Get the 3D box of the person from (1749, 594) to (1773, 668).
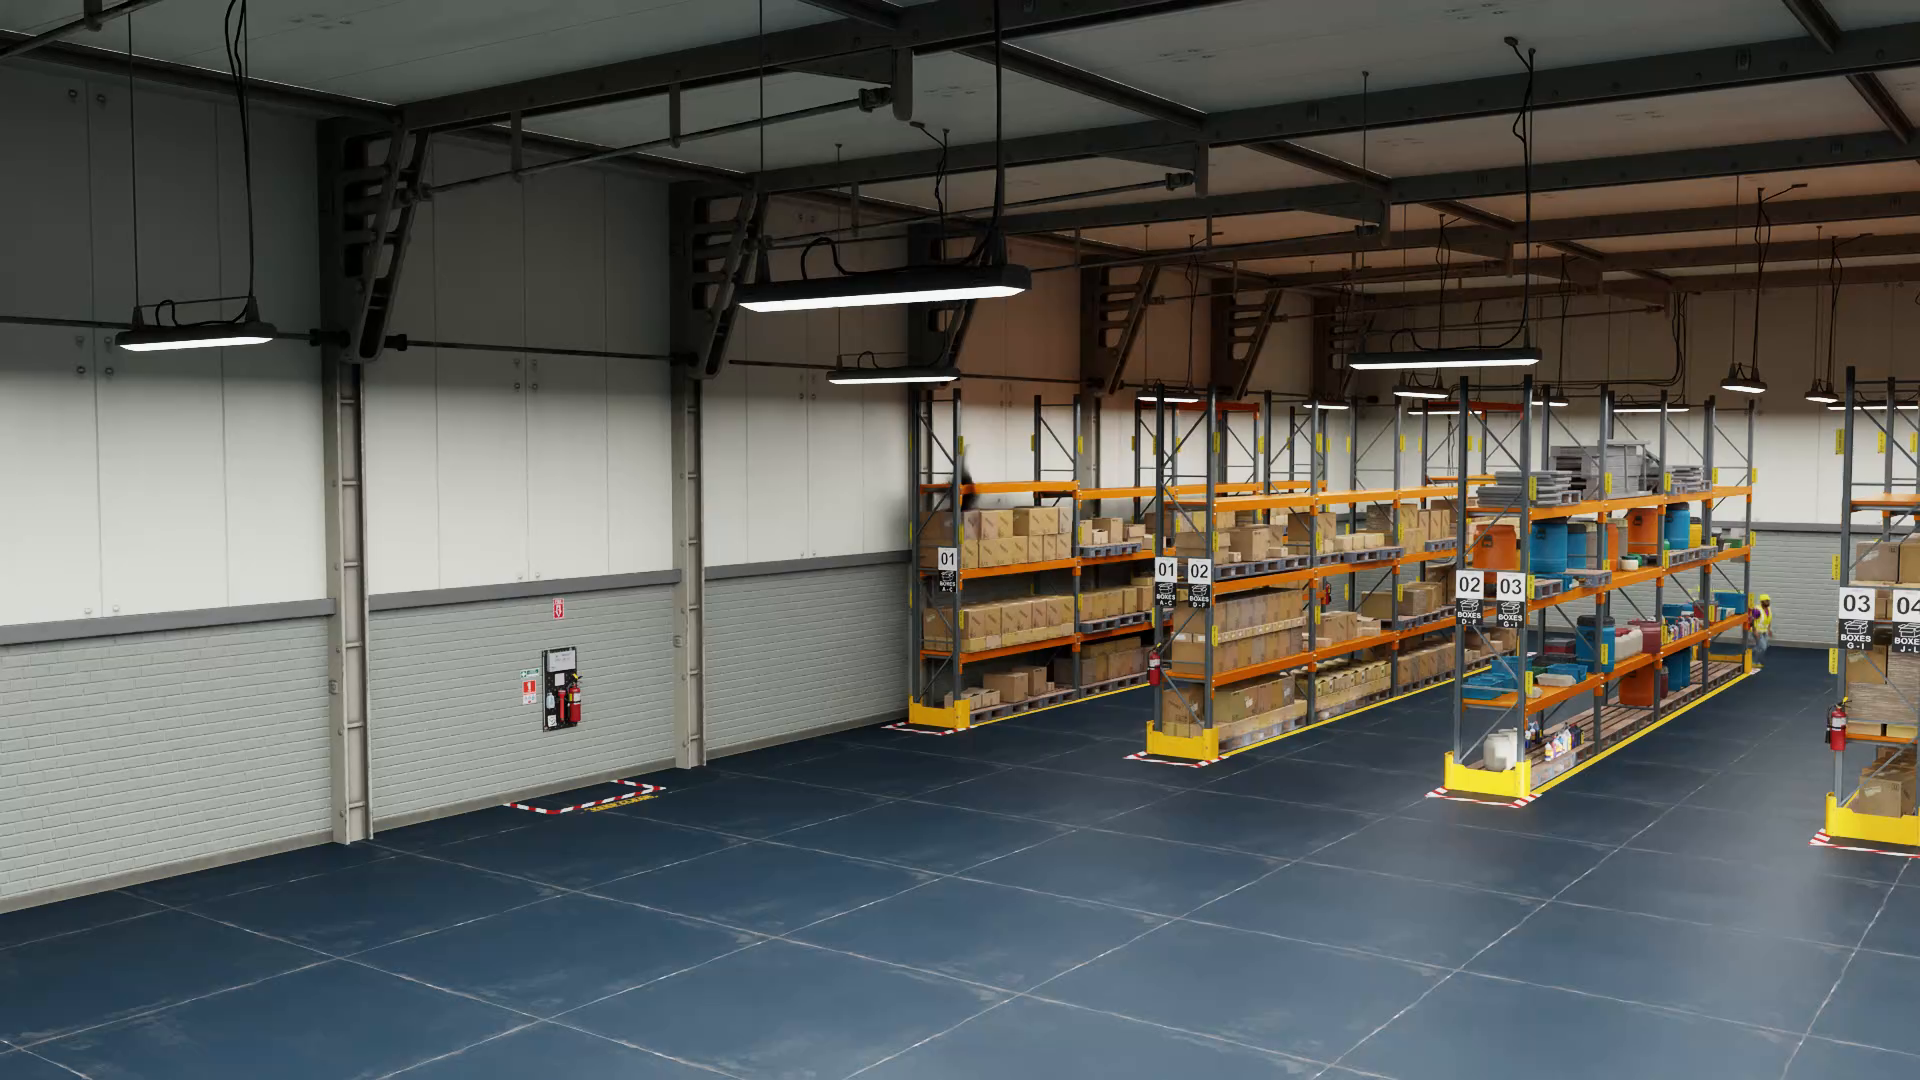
[{"bbox_3d":[17.917,2.033,37.421,0.653,1.662,0.753,-2,4,-31],"label":"person"}]
